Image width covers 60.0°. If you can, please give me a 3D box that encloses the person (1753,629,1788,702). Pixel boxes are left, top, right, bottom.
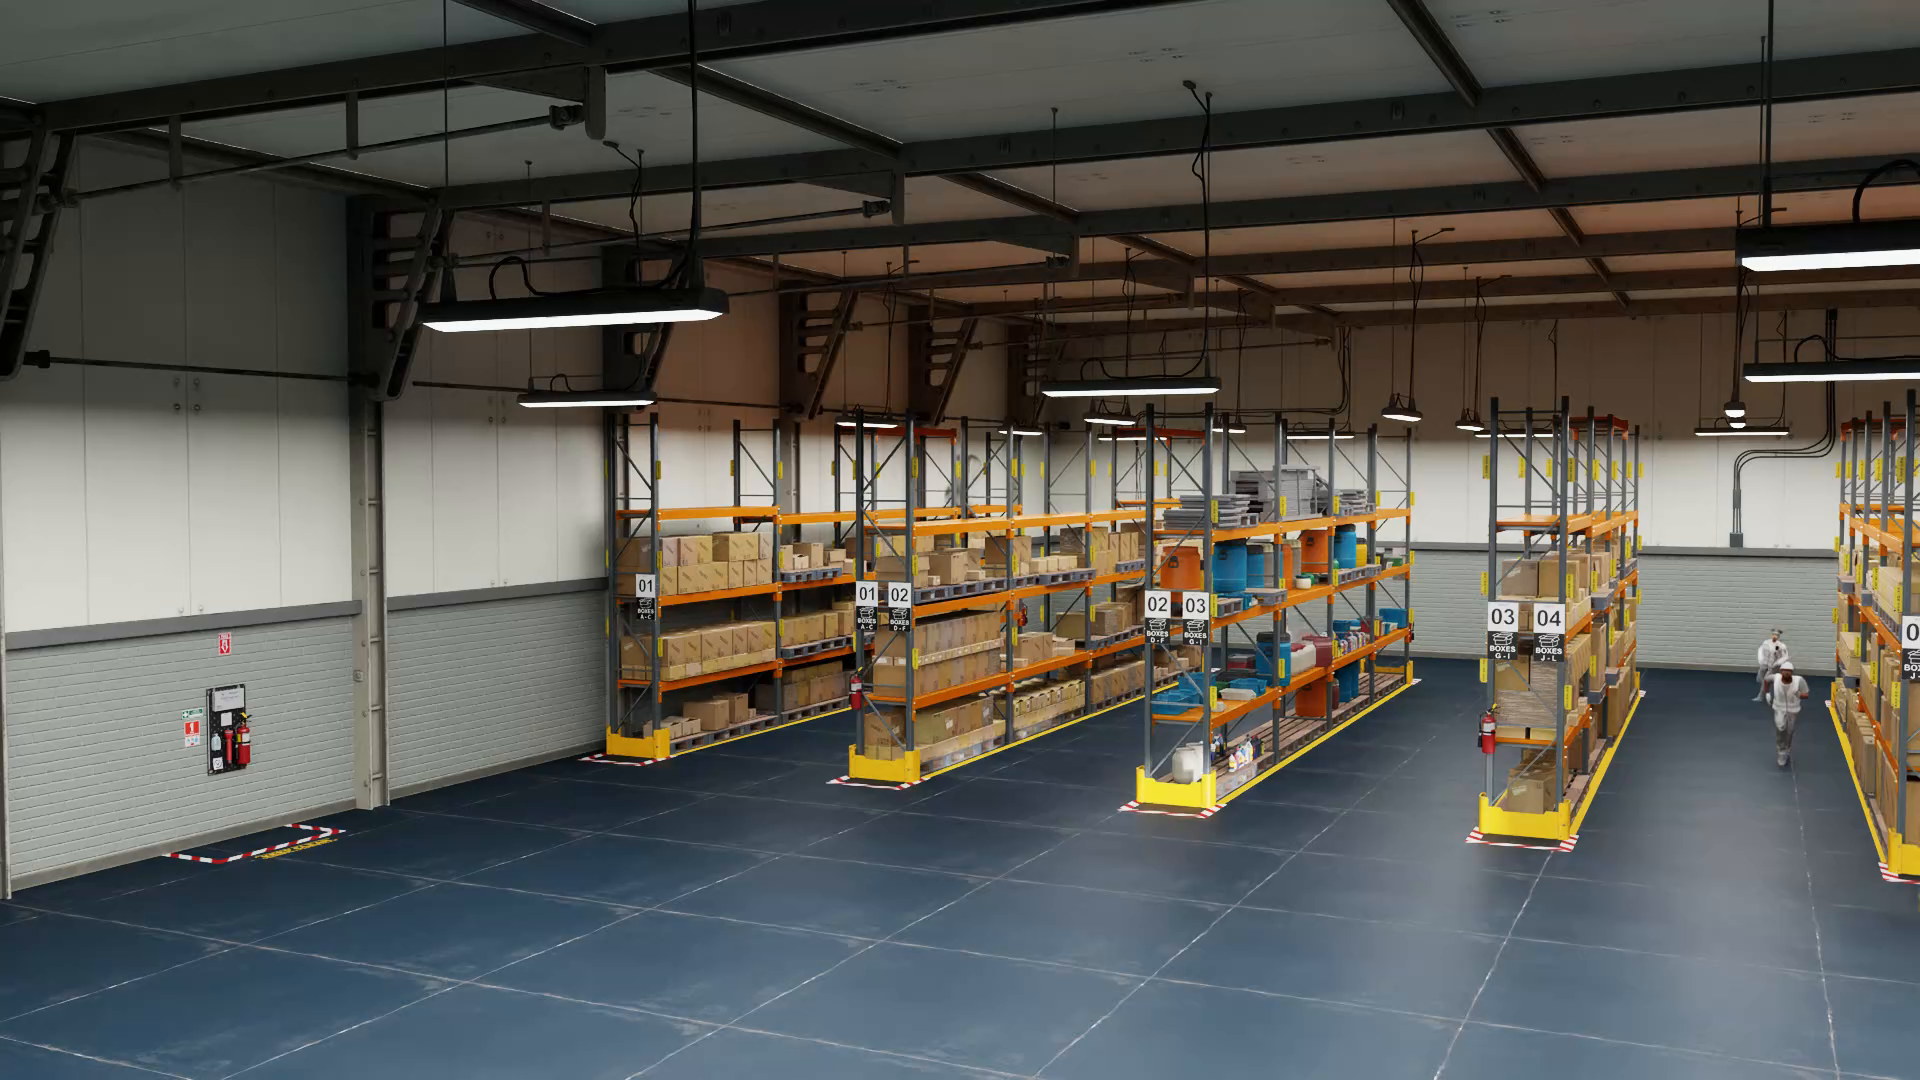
[{"bbox_3d":[17.554,2.696,35.919,0.570,1.608,0.682,-2,3,-40],"label":"person"}]

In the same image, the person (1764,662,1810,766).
[{"bbox_3d":[14.090,2.940,28.358,0.672,1.777,0.968,1,3,21],"label":"person"}]

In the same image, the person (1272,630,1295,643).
[{"bbox_3d":[7.109,2.586,36.840,0.649,1.754,0.646,1,3,29],"label":"person"}]
